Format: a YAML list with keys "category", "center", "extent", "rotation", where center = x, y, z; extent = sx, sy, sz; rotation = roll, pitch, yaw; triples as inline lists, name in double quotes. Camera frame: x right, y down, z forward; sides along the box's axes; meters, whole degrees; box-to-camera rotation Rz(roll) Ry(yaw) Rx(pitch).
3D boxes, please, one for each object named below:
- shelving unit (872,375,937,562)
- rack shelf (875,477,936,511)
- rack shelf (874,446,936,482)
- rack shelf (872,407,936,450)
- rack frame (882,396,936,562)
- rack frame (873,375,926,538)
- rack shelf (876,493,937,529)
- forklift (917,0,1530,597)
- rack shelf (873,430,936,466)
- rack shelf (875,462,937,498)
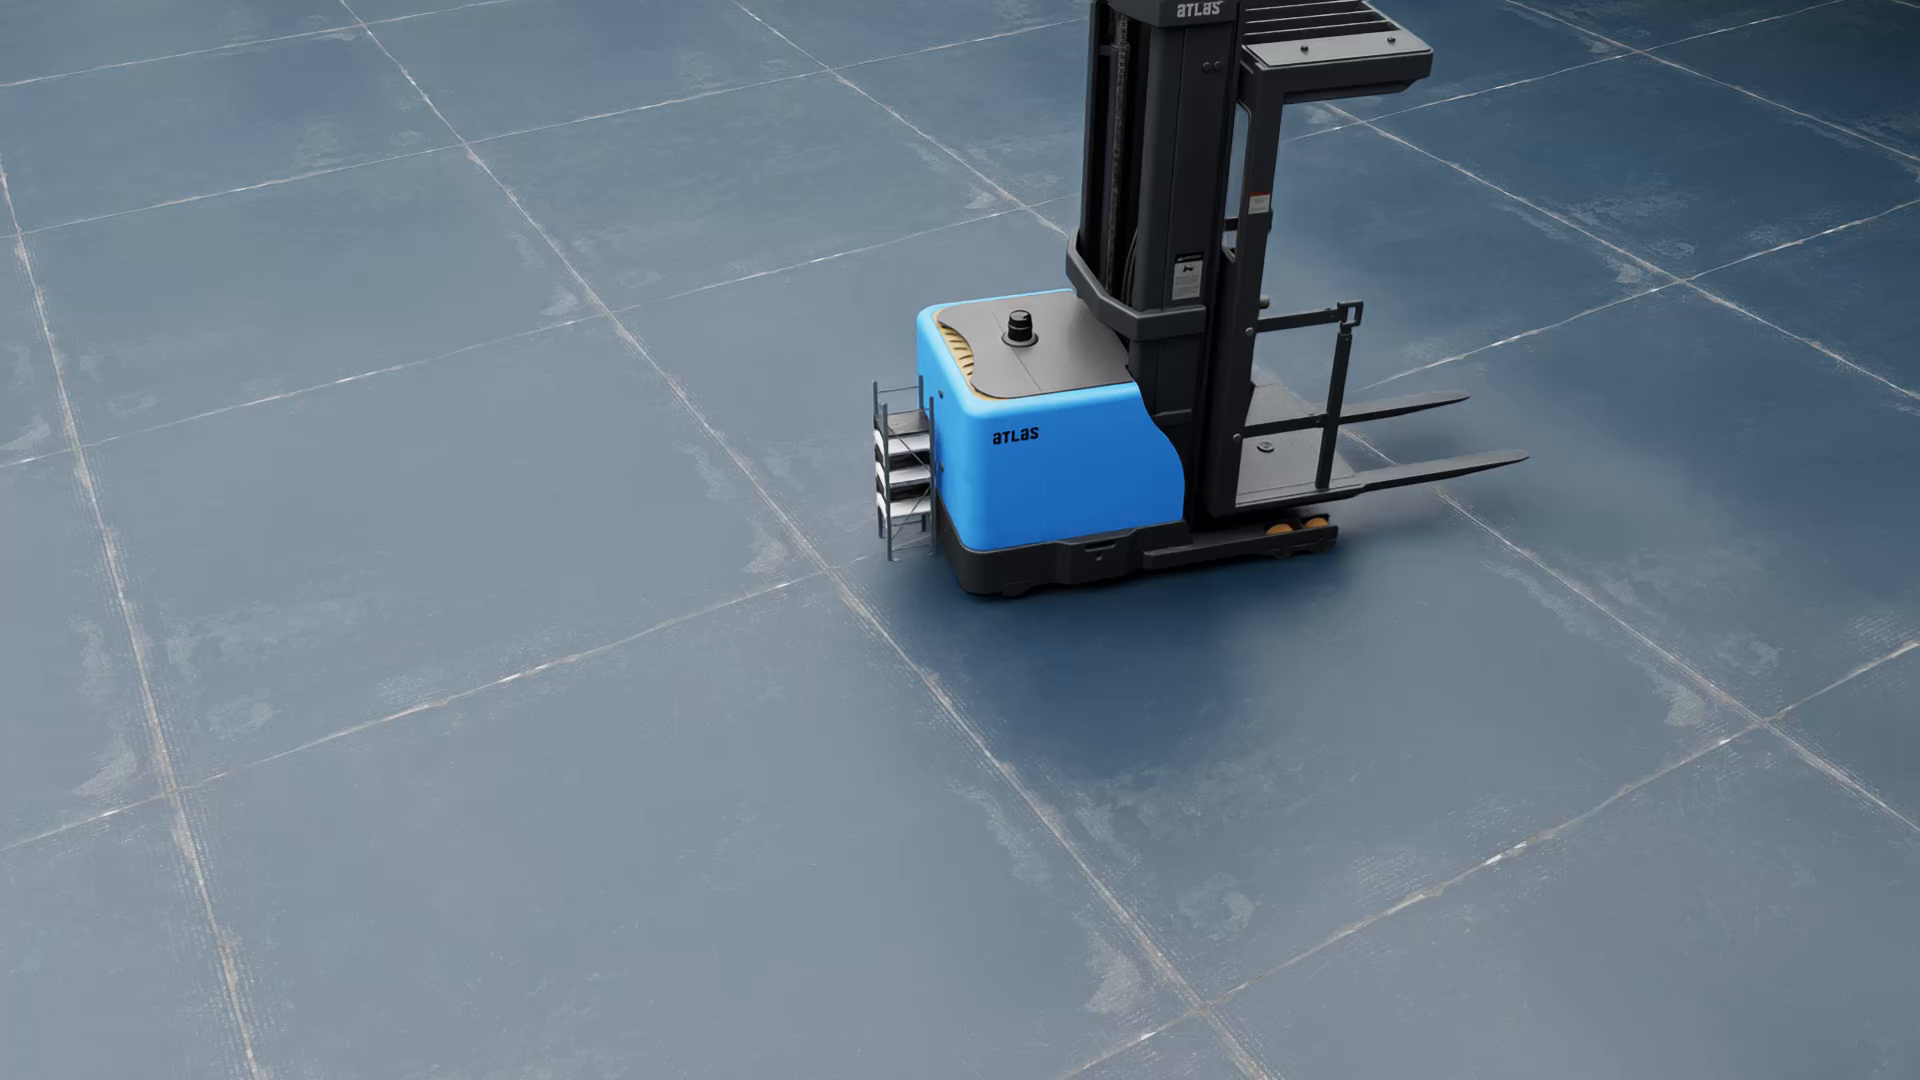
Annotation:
- category: "shelving unit"
  center: [-0.262, -0.333, 7.942]
  extent: [0.258, 0.900, 0.210]
  rotation: [-9, 37, -12]
- category: "rack shelf"
  center: [-0.261, -0.234, 8.015]
  extent: [0.258, 0.077, 0.200]
  rotation: [-9, 37, -12]
- category: "rack shelf"
  center: [-0.262, -0.379, 7.909]
  extent: [0.258, 0.077, 0.200]
  rotation: [-9, 37, -12]
- category: "rack shelf"
  center: [-0.263, -0.524, 7.803]
  extent: [0.258, 0.077, 0.200]
  rotation: [-9, 37, -12]
- category: "rack frame"
  center: [-0.235, -0.275, 7.863]
  extent: [0.240, 0.900, 0.006]
  rotation: [-9, 37, -12]
- category: "rack frame"
  center: [-0.288, -0.391, 8.022]
  extent: [0.240, 0.900, 0.006]
  rotation: [-9, 37, -12]
- category: "rack shelf"
  center: [-0.261, -0.161, 8.068]
  extent: [0.258, 0.077, 0.200]
  rotation: [-9, 37, -12]
- category: "forklift"
  center: [1.354, -1.388, 7.665]
  extent: [3.031, 2.935, 1.130]
  rotation: [-9, 37, -12]
- category: "rack shelf"
  center: [-0.262, -0.452, 7.856]
  extent: [0.258, 0.077, 0.200]
  rotation: [-9, 37, -12]
- category: "rack shelf"
  center: [-0.262, -0.306, 7.962]
  extent: [0.258, 0.077, 0.200]
  rotation: [-9, 37, -12]
